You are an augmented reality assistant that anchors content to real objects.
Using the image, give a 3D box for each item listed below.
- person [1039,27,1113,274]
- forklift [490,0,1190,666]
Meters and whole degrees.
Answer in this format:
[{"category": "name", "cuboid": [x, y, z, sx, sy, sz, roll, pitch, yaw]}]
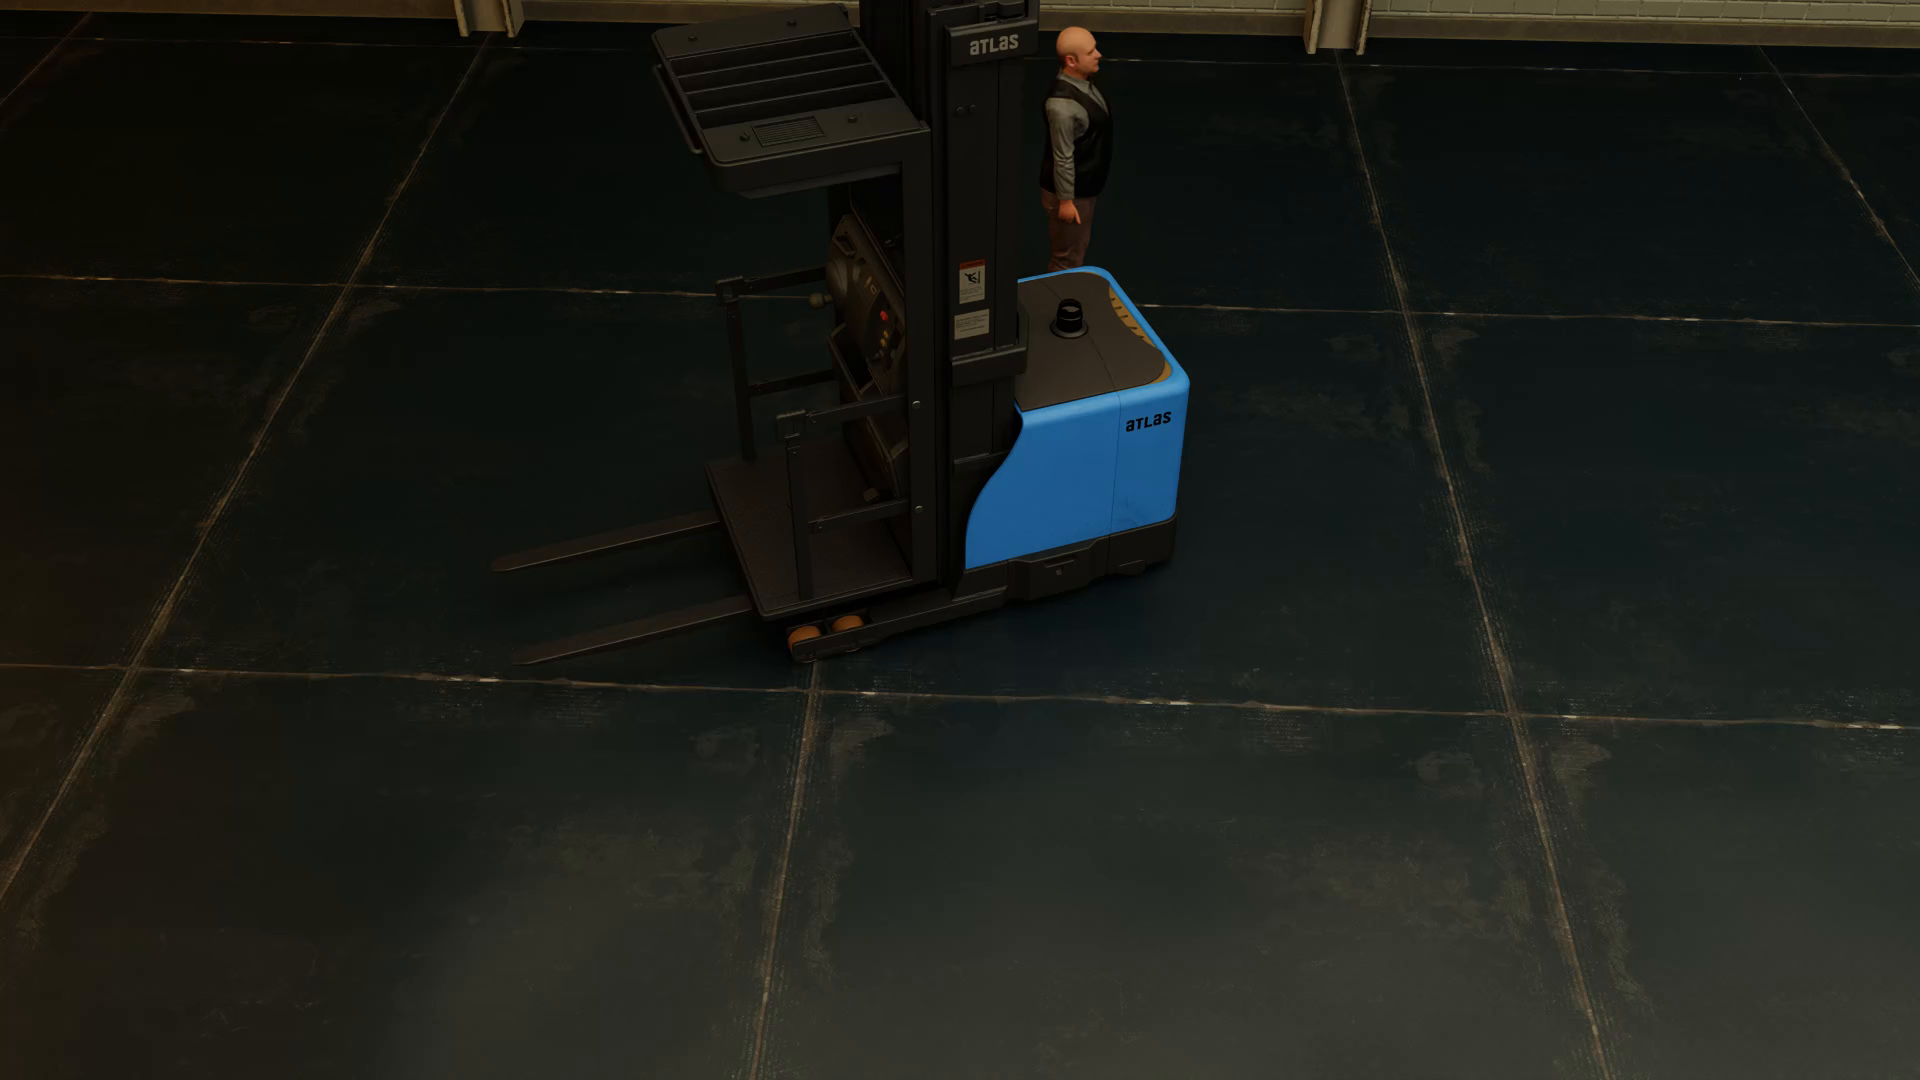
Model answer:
[{"category": "person", "cuboid": [0.603, -1.847, 8.663, 0.369, 1.724, 0.525, 7, 43, 8]}, {"category": "forklift", "cuboid": [-0.573, -0.945, 6.778, 3.031, 2.935, 1.130, -13, 44, -14]}]
